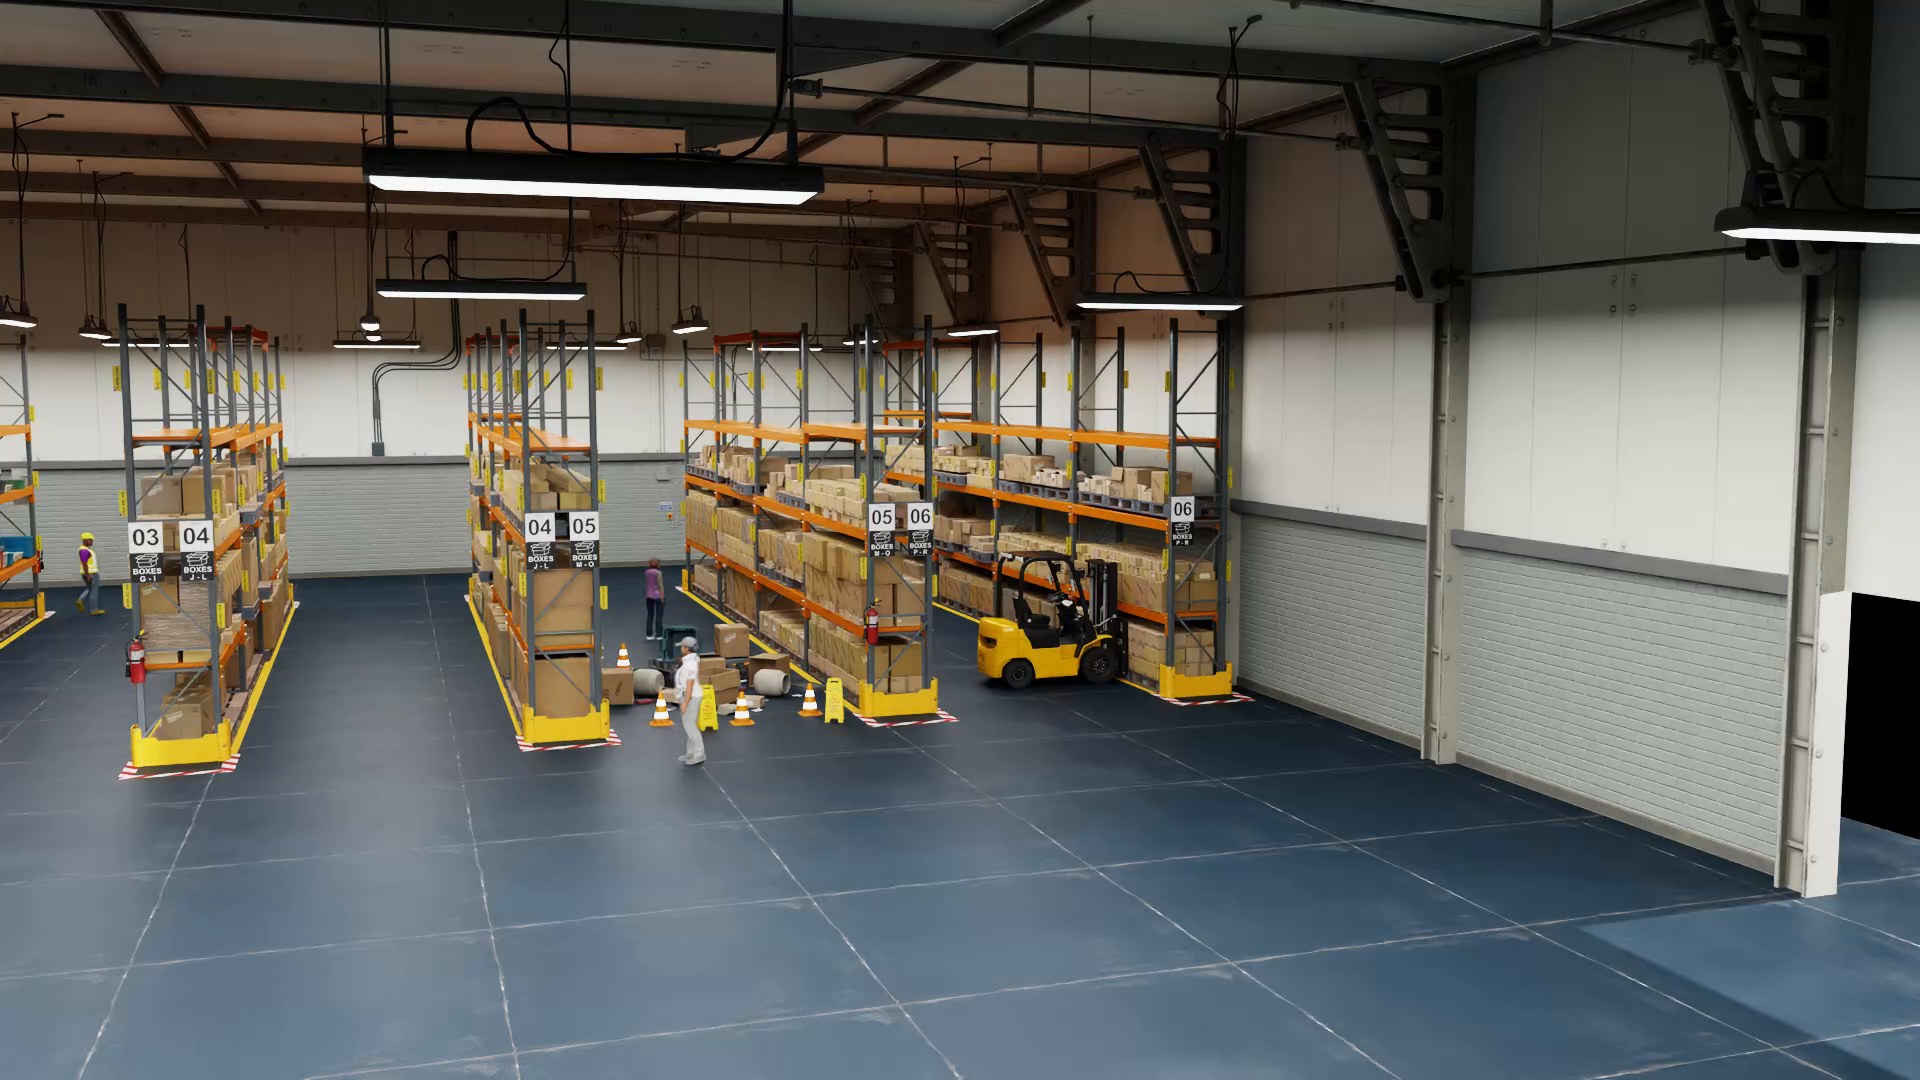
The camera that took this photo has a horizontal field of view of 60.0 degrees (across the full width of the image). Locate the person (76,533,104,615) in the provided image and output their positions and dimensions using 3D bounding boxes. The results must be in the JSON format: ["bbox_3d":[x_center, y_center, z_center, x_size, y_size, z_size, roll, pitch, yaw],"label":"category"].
[{"bbox_3d":[-18.724,0.723,35.694,0.520,1.757,0.554,3,6,30],"label":"person"}]

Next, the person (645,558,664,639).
[{"bbox_3d":[-5.933,1.140,32.325,0.425,1.608,0.327,2,6,16],"label":"person"}]

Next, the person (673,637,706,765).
[{"bbox_3d":[-3.571,2.104,21.900,0.412,1.681,0.552,-1,6,-12],"label":"person"}]
